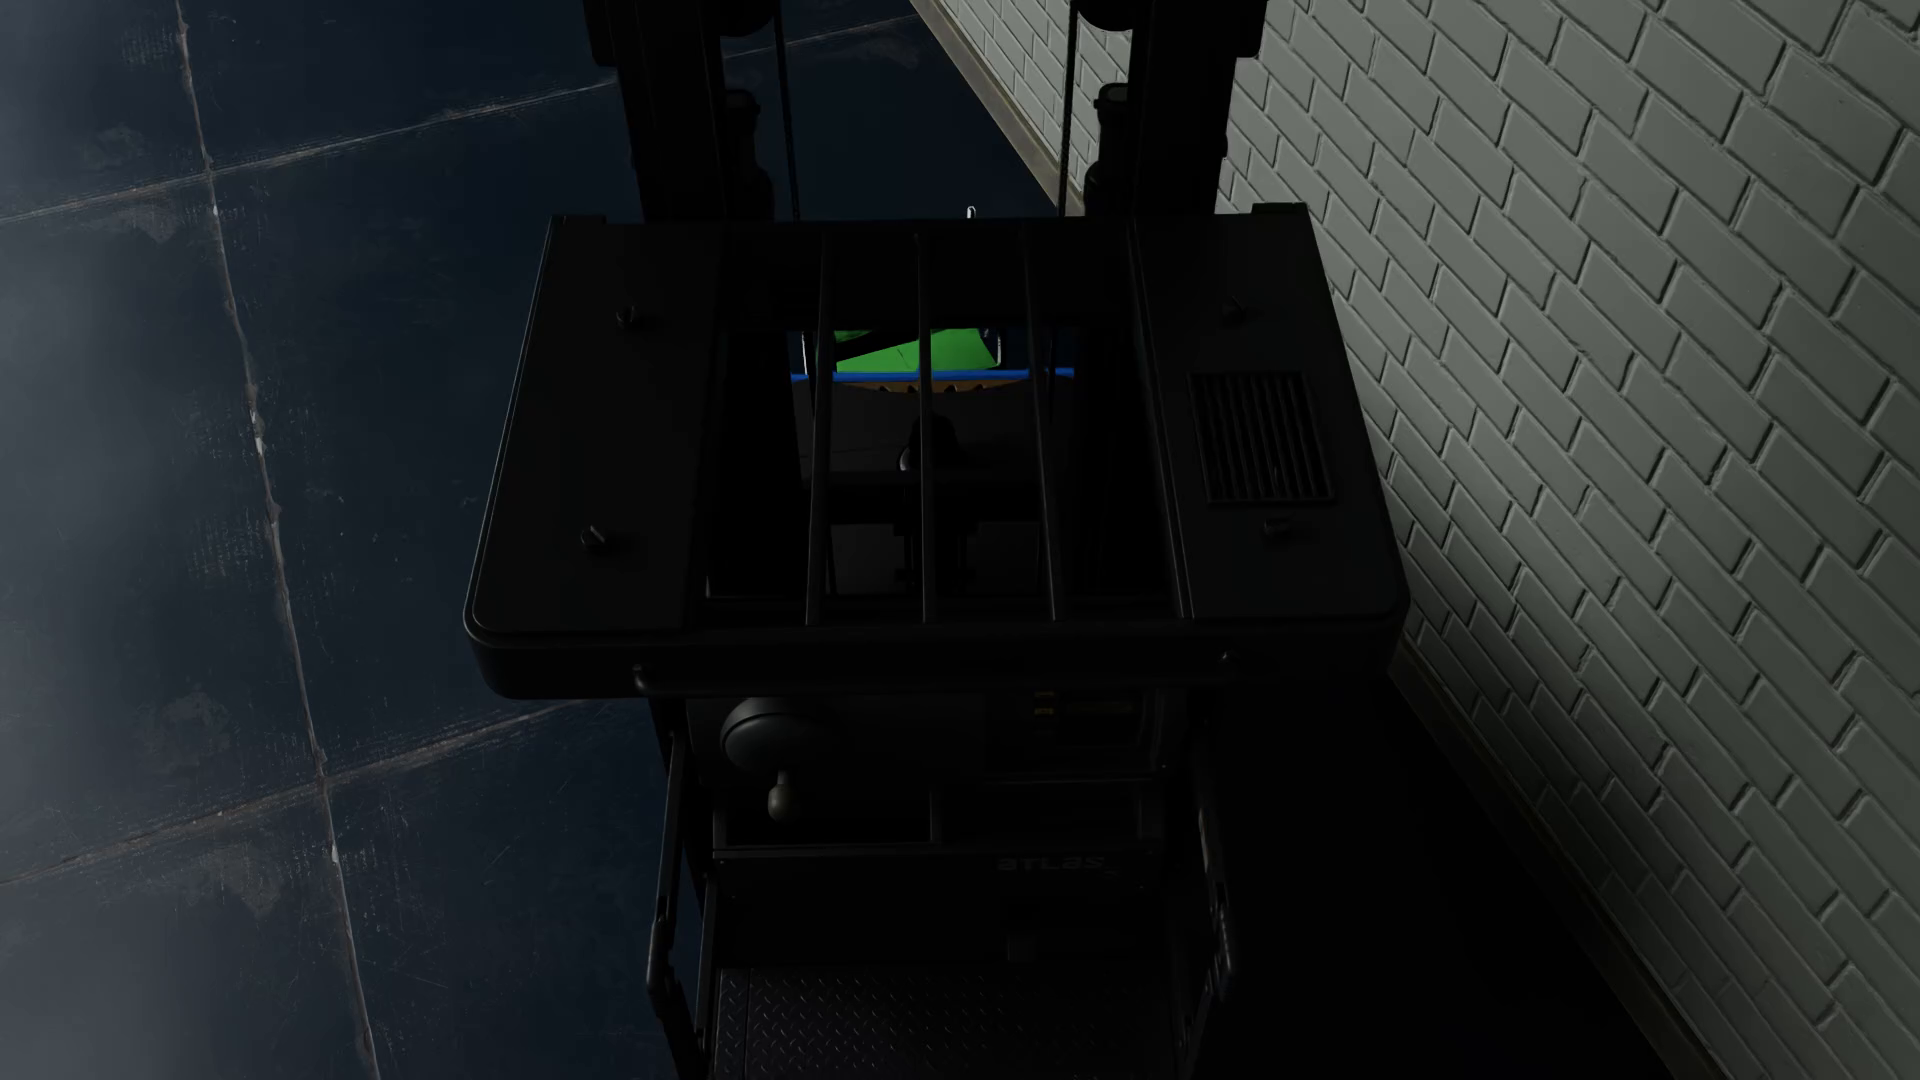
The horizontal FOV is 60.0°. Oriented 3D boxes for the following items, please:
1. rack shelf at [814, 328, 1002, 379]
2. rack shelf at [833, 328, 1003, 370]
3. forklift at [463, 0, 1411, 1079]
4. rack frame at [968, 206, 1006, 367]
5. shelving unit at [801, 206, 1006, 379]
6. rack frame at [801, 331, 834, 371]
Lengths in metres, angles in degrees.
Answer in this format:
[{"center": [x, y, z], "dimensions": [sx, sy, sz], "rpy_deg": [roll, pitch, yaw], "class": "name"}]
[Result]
[{"center": [-0.153, -0.458, 4.620], "dimensions": [0.480, 0.148, 0.258], "rpy_deg": [-17, 52, -14], "class": "rack shelf"}, {"center": [-0.153, -0.615, 4.438], "dimensions": [0.480, 0.148, 0.258], "rpy_deg": [-17, 52, -14], "class": "rack shelf"}, {"center": [-0.035, 0.428, 2.951], "dimensions": [1.130, 2.935, 3.031], "rpy_deg": [-1, 49, -1], "class": "forklift"}, {"center": [0.073, -0.413, 4.814], "dimensions": [0.015, 1.200, 0.240], "rpy_deg": [-17, 52, -14], "class": "rack frame"}, {"center": [-0.153, -0.343, 4.754], "dimensions": [0.503, 1.200, 0.258], "rpy_deg": [-17, 52, -14], "class": "shelving unit"}, {"center": [-0.379, -0.273, 4.694], "dimensions": [0.015, 1.200, 0.240], "rpy_deg": [-17, 52, -14], "class": "rack frame"}]
